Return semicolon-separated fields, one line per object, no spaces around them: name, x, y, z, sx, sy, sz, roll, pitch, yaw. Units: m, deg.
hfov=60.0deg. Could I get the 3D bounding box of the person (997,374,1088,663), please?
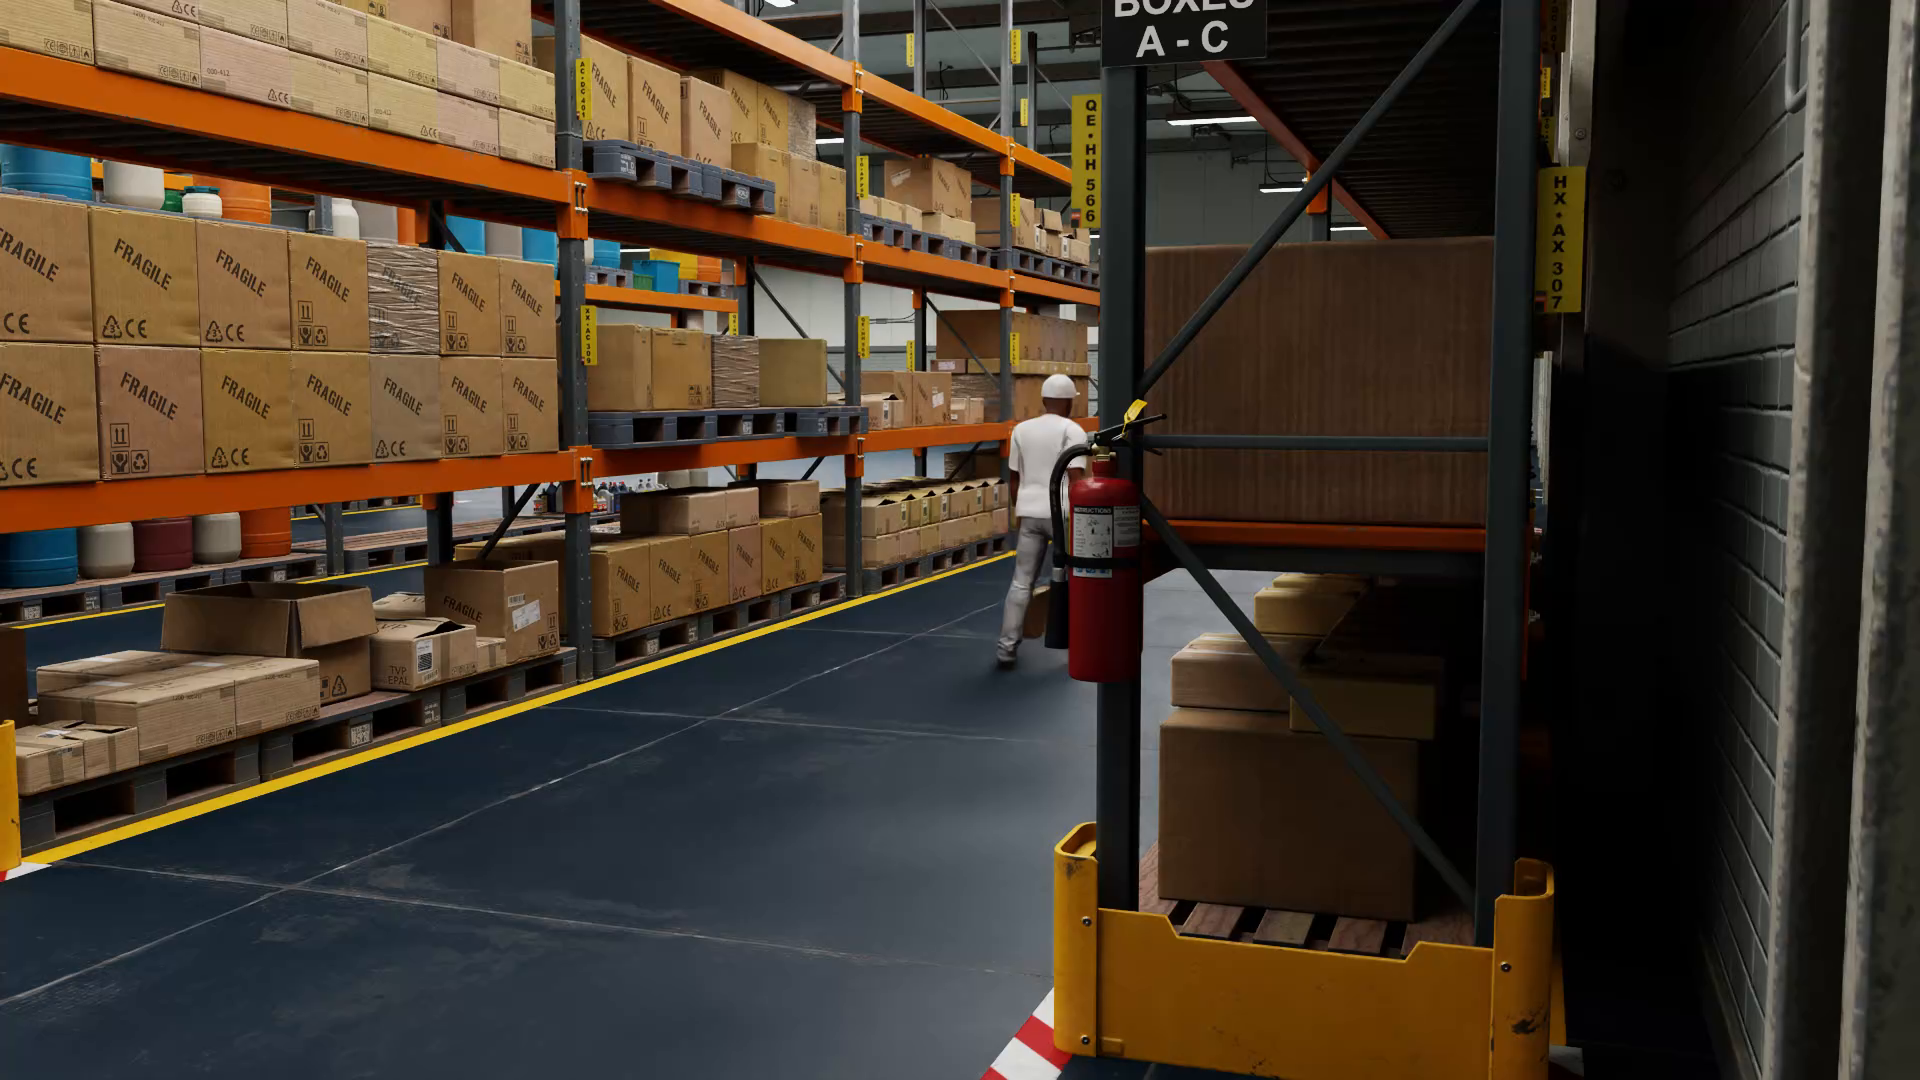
person;0.554;-0.133;10.014;0.601;1.728;0.951;4;6;35
